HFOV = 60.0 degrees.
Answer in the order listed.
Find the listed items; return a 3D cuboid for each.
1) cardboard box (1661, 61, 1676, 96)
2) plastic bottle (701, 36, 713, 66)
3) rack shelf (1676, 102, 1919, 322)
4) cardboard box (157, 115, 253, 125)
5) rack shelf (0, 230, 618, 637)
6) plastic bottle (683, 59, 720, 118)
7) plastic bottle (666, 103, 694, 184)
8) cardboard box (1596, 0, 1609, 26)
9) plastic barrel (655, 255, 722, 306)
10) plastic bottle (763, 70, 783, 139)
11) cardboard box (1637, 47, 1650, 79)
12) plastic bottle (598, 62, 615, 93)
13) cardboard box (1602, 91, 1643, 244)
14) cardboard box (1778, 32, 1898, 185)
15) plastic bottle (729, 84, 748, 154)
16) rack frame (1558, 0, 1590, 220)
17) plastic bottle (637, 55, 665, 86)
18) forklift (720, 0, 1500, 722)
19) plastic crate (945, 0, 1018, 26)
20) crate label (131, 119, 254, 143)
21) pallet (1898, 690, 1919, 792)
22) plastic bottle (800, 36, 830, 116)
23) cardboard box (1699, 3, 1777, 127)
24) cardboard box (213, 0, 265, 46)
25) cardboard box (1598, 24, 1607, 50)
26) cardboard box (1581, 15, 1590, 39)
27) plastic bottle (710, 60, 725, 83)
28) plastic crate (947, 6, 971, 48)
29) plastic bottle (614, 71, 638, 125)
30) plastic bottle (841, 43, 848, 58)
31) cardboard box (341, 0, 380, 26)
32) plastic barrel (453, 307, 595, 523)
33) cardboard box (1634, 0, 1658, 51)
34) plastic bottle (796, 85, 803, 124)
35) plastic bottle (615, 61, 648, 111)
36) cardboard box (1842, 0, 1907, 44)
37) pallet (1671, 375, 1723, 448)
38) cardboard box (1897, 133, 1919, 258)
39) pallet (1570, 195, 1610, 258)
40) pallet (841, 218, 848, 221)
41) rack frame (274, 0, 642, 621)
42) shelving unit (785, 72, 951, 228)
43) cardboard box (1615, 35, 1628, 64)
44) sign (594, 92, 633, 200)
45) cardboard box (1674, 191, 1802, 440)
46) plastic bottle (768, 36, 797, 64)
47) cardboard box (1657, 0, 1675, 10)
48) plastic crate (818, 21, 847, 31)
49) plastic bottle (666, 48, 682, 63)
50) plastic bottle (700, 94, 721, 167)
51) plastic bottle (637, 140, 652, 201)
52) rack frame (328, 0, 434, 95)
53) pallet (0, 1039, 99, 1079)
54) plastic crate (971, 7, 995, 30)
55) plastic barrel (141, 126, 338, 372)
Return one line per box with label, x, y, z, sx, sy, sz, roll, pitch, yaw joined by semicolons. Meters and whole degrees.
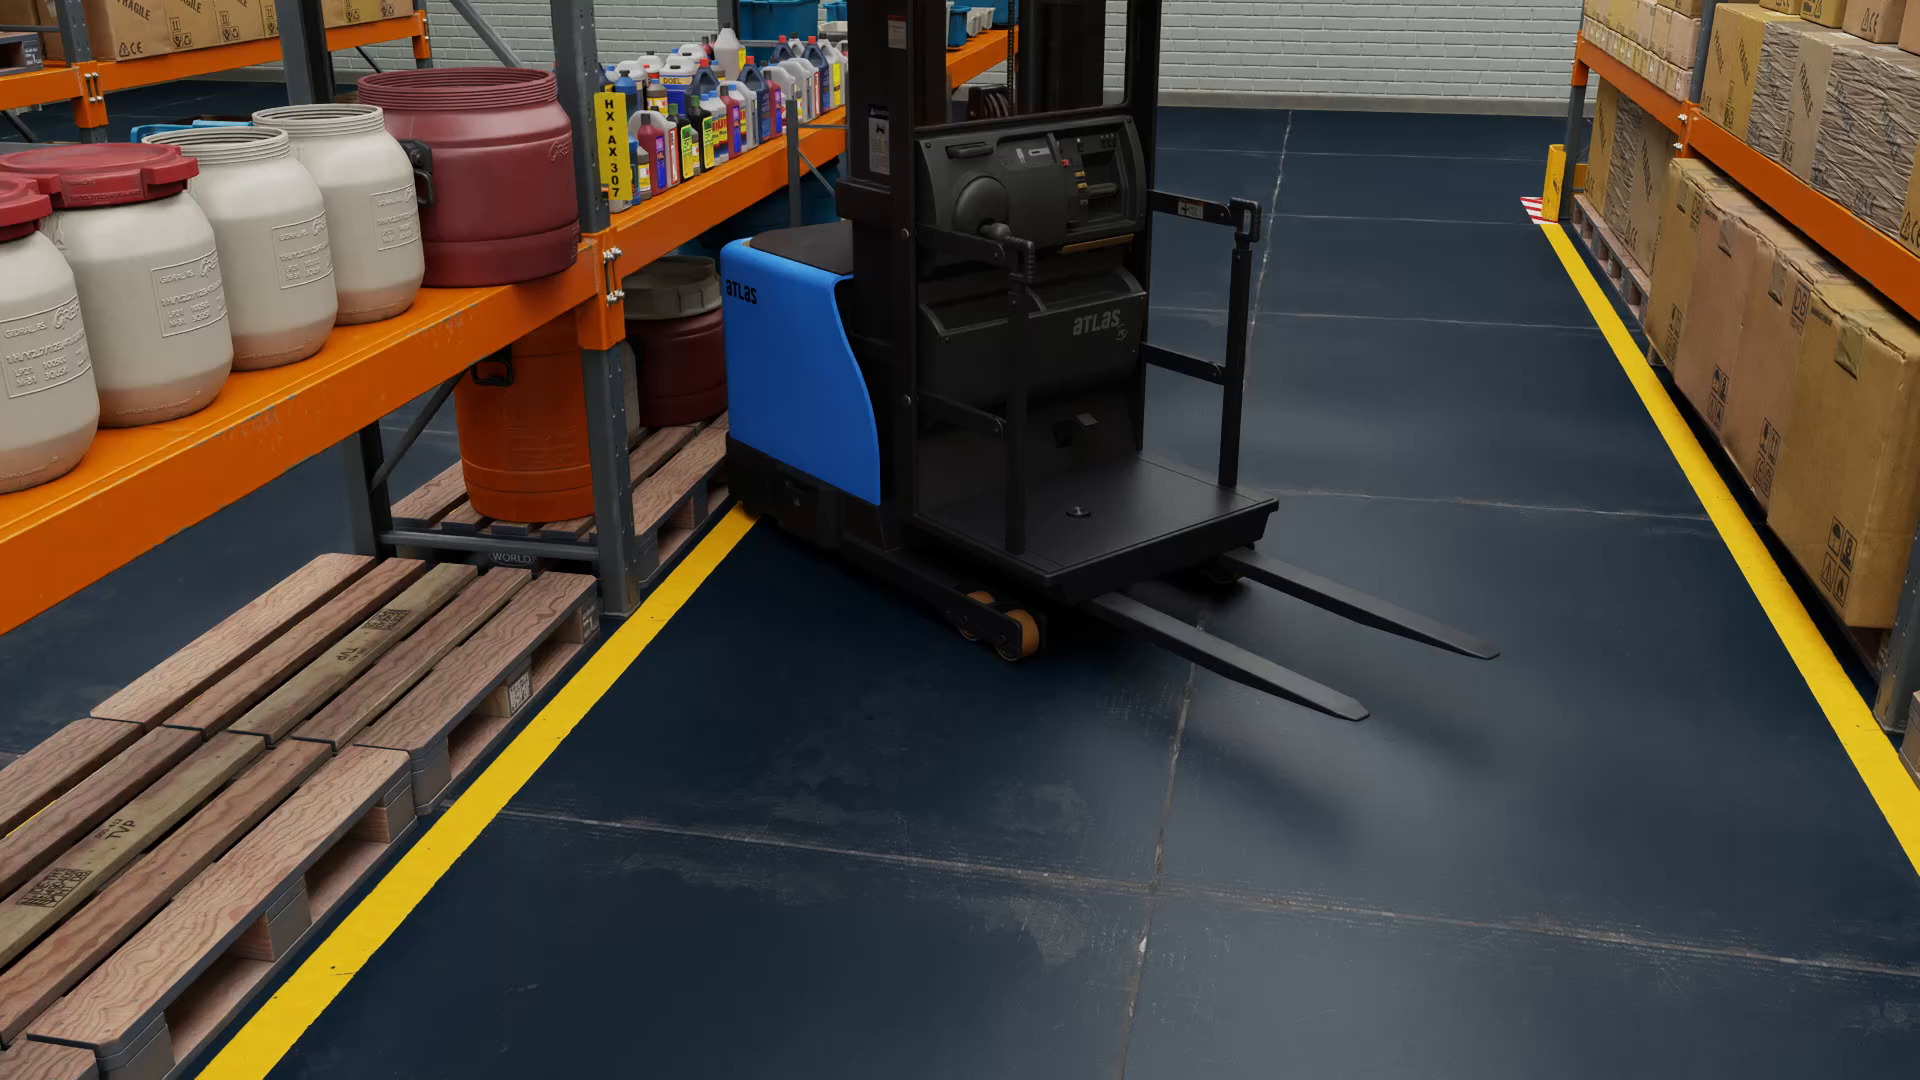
cardboard box;3.848;-2.377;8.578;0.380;0.149;0.250;5;22;12
plastic bottle;-1.314;-2.436;8.543;0.061;0.283;0.133;4;22;11
rack shelf;3.647;-1.198;6.276;1.077;0.370;4.000;4;22;11
cardboard box;-5.264;-2.753;11.927;0.797;0.503;0.637;4;22;11
rack shelf;-2.018;-0.113;3.581;1.077;0.370;4.000;4;22;11
plastic bottle;-1.063;-1.816;6.914;0.144;0.351;0.185;4;22;11
plastic bottle;-1.039;-1.472;6.149;0.061;0.283;0.133;4;22;11
cardboard box;4.409;-3.449;10.704;0.500;0.250;0.500;4;22;10
plastic barrel;-1.269;-1.025;7.652;0.421;0.512;0.421;0;22;0
plastic bottle;-0.813;-1.878;7.156;0.061;0.283;0.133;4;22;11
cardboard box;4.006;-2.659;9.278;0.380;0.149;0.250;5;22;12
plastic bottle;-1.574;-1.925;7.183;0.144;0.351;0.185;4;22;11
cardboard box;4.633;-2.362;10.486;0.875;0.875;0.875;4;22;11
cardboard box;3.411;-1.604;6.187;0.500;0.500;0.500;5;22;12
plastic bottle;-0.919;-1.714;6.767;0.097;0.271;0.097;0;22;0
rack frame;4.871;-3.726;11.590;1.000;3.000;0.127;4;22;11
plastic bottle;-1.450;-2.104;7.729;0.152;0.276;0.135;4;22;11
forklift;0.391;-1.179;5.357;1.130;2.935;3.031;-17;27;-36
plastic crate;0.137;-4.011;12.170;0.616;0.435;0.499;4;22;11
crate label;-2.078;-0.851;4.405;0.502;0.435;0.616;4;22;11
pallet;3.078;0.779;4.137;1.003;0.211;1.213;4;22;11
plastic bottle;-0.699;-2.189;7.840;0.144;0.351;0.185;4;22;11
cardboard box;3.716;-2.160;7.568;0.500;0.500;0.500;5;22;11
cardboard box;-5.066;-3.602;11.148;0.500;0.500;0.500;4;22;11
cardboard box;4.320;-3.222;10.674;0.380;0.149;0.250;4;22;10
cardboard box;4.475;-3.505;11.377;0.380;0.149;0.250;5;22;12
plastic bottle;-1.210;-2.272;8.245;0.097;0.201;0.097;0;22;0
plastic crate;-0.146;-3.283;10.634;0.416;0.233;0.300;4;22;11
plastic bottle;-1.447;-1.895;7.215;0.097;0.271;0.097;0;22;0
plastic bottle;-0.561;-2.330;8.279;0.061;0.283;0.133;4;22;11
cardboard box;-4.754;-4.154;12.520;0.500;0.500;0.500;5;22;11
plastic barrel;-1.527;-0.546;6.037;0.600;0.830;0.708;4;22;11
cardboard box;4.095;-2.889;9.315;0.500;0.250;0.500;5;22;12
plastic bottle;-0.760;-1.968;7.491;0.097;0.201;0.097;0;22;0
plastic bottle;-1.498;-2.019;7.519;0.152;0.276;0.135;4;22;11
cardboard box;3.670;-2.062;5.981;0.797;0.503;0.637;5;23;13
pallet;3.971;-0.682;7.763;1.003;0.211;1.213;4;22;11
cardboard box;3.097;-1.046;4.802;0.500;0.500;0.500;5;23;13
pallet;4.784;-2.134;11.370;1.003;0.211;1.213;4;22;11
pallet;-0.435;-2.067;11.202;1.003;0.211;1.213;4;22;11
rack frame;-1.610;-1.178;5.263;1.000;3.000;0.127;4;22;11
shelving unit;-0.376;-1.285;7.537;0.587;1.500;1.083;4;22;9
cardboard box;4.163;-2.942;9.980;0.380;0.149;0.250;4;22;10
sign;-1.070;-1.214;5.134;0.100;0.325;0.005;4;22;11
cardboard box;3.762;-0.910;6.879;1.225;0.875;0.875;4;22;9
plastic bottle;-0.840;-2.200;7.867;0.144;0.351;0.185;4;22;11
cardboard box;3.993;-3.051;8.712;0.500;0.500;0.500;5;22;11
plastic crate;-0.733;-3.206;10.571;0.293;0.136;0.466;4;22;11
plastic bottle;-1.387;-2.267;8.138;0.097;0.271;0.097;0;22;0
plastic bottle;-0.986;-1.594;6.469;0.097;0.271;0.097;0;22;0
plastic bottle;-1.135;-1.295;5.820;0.097;0.201;0.097;0;22;0
rack frame;-4.826;-4.482;13.468;1.000;3.000;0.127;4;22;11
pallet;-2.304;1.288;2.872;1.003;0.211;1.213;4;22;11
plastic crate;0.033;-3.697;11.791;0.396;0.136;0.243;4;22;11
plastic barrel;-1.697;-0.683;3.885;0.421;0.512;0.421;0;22;0
